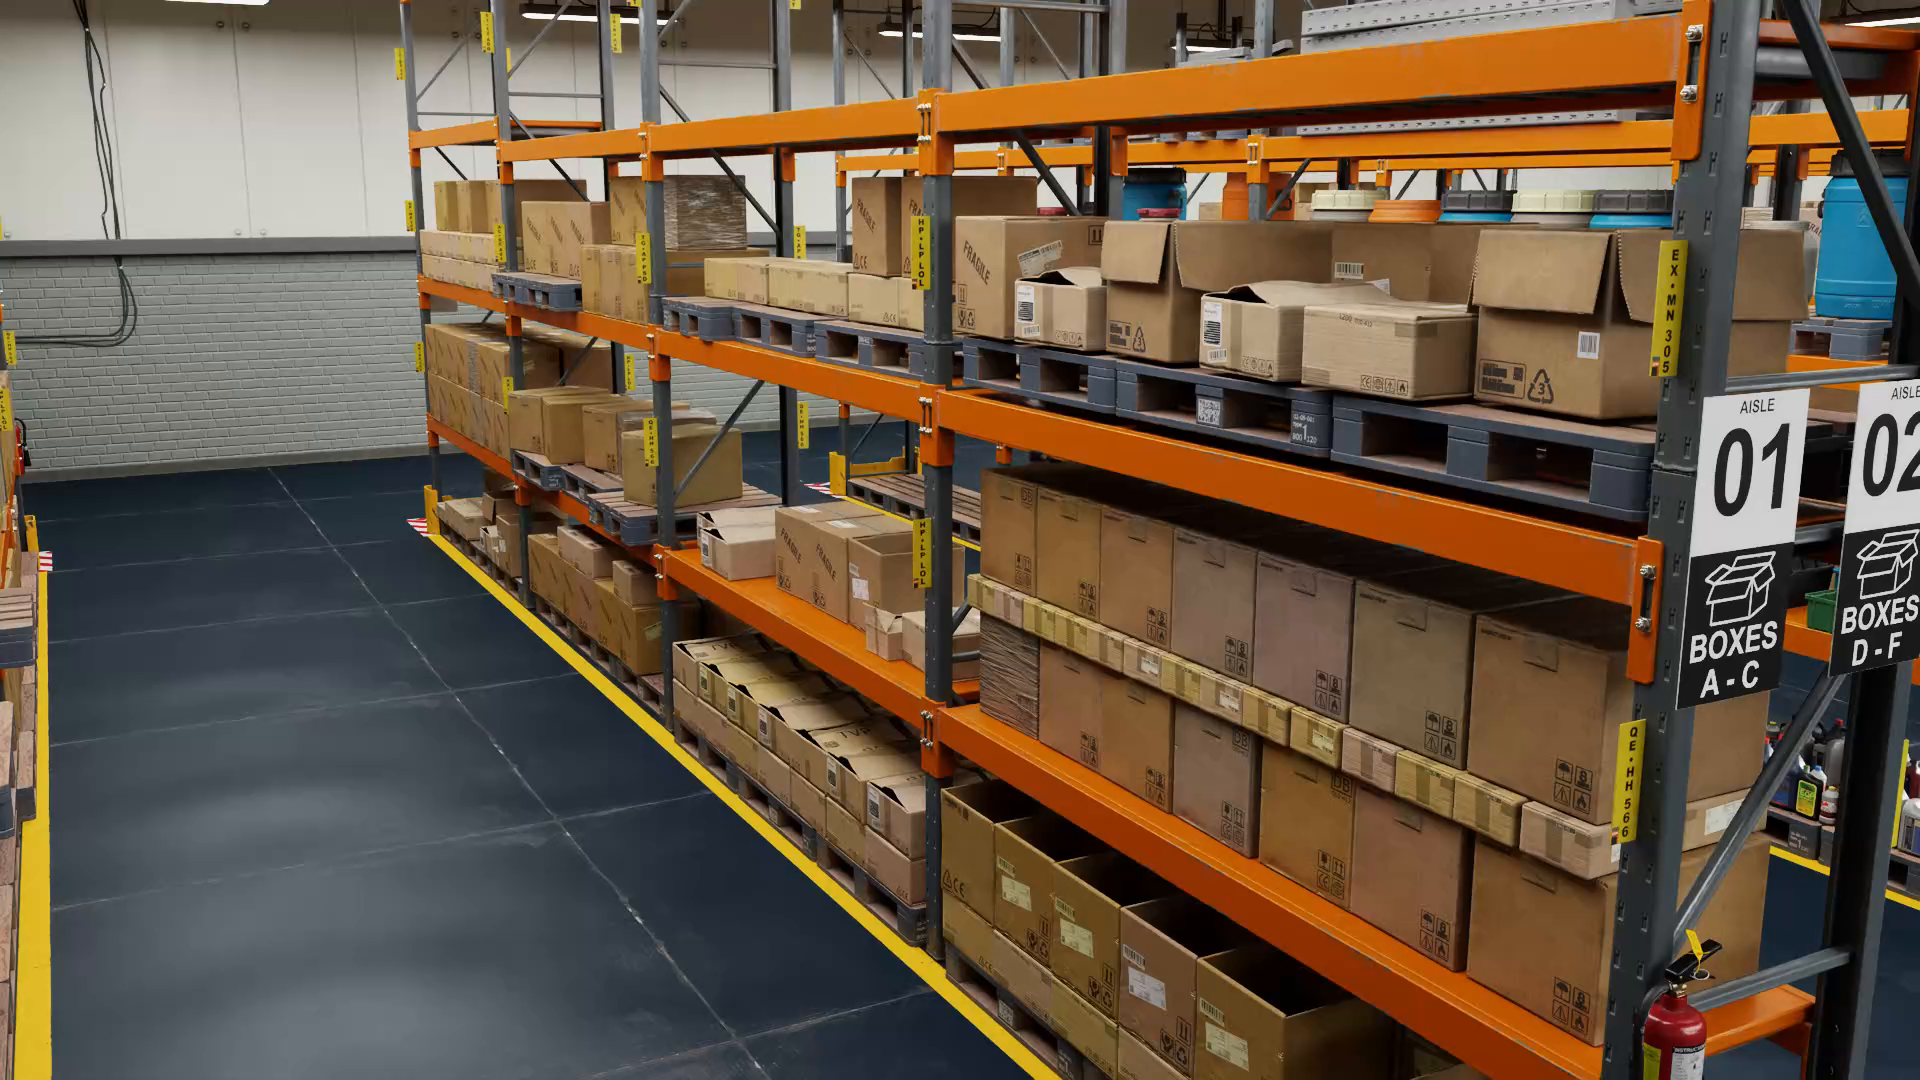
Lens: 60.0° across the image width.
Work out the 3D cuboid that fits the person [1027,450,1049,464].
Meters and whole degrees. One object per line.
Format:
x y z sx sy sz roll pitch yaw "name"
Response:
0.652 -0.035 14.021 0.574 1.661 0.405 0 12 -1 "person"
